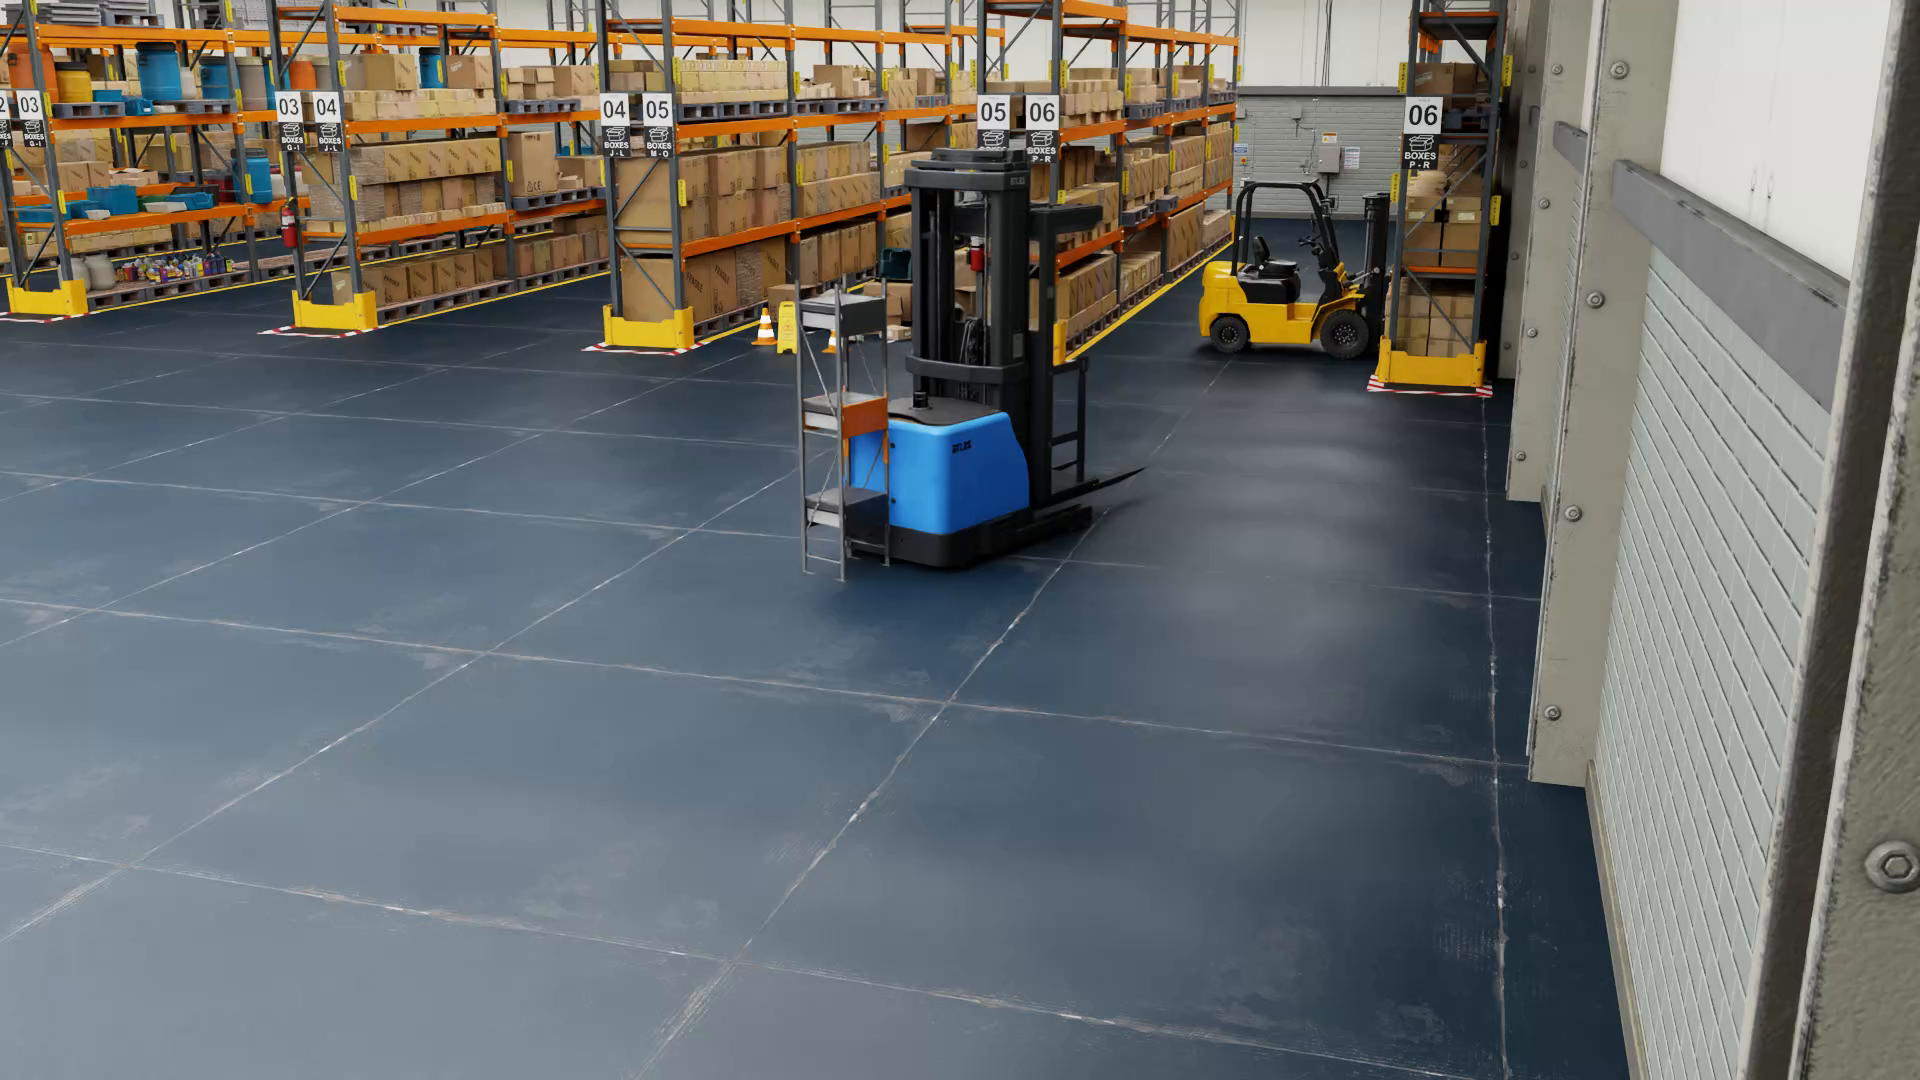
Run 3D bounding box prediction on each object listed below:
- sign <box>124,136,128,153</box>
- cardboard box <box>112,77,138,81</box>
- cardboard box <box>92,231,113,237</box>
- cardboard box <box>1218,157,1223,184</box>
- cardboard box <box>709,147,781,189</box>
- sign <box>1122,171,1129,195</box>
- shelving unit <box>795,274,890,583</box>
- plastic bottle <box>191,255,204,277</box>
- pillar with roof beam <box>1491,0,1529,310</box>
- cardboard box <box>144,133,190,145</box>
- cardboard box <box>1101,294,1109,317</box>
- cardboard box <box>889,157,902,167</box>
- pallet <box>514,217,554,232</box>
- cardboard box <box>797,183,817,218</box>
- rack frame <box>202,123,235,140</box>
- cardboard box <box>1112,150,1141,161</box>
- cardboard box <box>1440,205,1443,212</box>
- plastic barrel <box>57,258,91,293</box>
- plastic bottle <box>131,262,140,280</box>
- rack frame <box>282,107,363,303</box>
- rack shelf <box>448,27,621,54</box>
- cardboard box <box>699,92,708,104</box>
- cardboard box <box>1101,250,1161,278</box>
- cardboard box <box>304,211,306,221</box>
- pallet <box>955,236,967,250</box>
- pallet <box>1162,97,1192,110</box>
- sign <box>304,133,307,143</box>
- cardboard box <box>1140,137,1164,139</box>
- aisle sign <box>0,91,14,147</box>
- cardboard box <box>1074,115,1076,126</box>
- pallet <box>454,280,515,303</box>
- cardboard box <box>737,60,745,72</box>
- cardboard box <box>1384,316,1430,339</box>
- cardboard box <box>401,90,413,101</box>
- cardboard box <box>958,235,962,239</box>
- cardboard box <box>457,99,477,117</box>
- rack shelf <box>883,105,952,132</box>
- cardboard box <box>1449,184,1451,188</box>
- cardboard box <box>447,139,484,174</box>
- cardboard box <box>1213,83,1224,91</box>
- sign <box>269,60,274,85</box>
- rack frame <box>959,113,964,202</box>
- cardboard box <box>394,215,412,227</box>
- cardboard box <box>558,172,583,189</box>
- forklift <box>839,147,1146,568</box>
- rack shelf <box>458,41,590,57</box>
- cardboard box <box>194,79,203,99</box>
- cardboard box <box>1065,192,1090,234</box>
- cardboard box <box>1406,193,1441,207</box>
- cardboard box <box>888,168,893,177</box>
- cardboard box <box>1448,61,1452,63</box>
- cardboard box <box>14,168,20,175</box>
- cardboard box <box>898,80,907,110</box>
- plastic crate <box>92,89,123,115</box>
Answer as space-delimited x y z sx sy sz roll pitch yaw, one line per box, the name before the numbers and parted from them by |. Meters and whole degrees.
sign | -16.552 -7.853 33.043 0.100 0.325 0.005 5 16 16
cardboard box | -19.194 -10.506 38.196 0.500 0.250 0.500 5 16 16
cardboard box | -16.374 -5.888 31.334 0.500 0.311 0.500 5 17 17
cardboard box | 4.931 -7.350 33.061 0.500 0.500 0.500 5 17 18
cardboard box | -3.125 -5.413 24.162 0.875 0.550 0.550 5 16 16
sign | 2.355 -5.087 23.680 0.100 0.325 0.005 5 16 16
shelving unit | -0.822 -0.793 11.777 0.431 2.100 0.503 12 20 36
plastic bottle | -12.471 -4.475 27.157 0.144 0.351 0.185 5 16 16
pillar with roof beam | 4.096 -8.182 25.185 9.100 9.000 0.400 5 16 16
cardboard box | -19.063 -9.391 39.891 0.980 0.700 0.700 4 16 13
cardboard box | 1.781 -3.274 23.145 0.500 0.250 0.500 4 16 14
cardboard box | -1.265 -6.791 29.876 0.380 0.149 0.250 4 16 14
pallet | -9.627 -7.130 37.580 1.003 0.211 1.213 5 16 16
cardboard box | -2.535 -5.233 25.597 0.500 0.500 0.500 5 17 16
rack frame | -18.506 -9.771 41.780 1.000 3.000 0.127 5 16 16
cardboard box | 2.515 -5.804 25.107 0.380 0.149 0.250 6 17 19
cardboard box | 5.784 -4.148 20.586 0.380 0.149 0.250 5 16 16
plastic barrel | -13.441 -4.000 25.224 0.421 0.512 0.421 0 16 0
plastic bottle | -13.315 -4.332 26.792 0.152 0.276 0.135 4 16 14
rack frame | -8.806 -4.432 22.959 1.000 3.000 0.127 5 16 16
rack shelf | -7.100 -8.350 27.828 1.077 0.370 4.000 5 16 16
cardboard box | -3.531 -5.791 21.759 0.380 0.149 0.250 5 16 16
cardboard box | 2.799 -4.548 27.412 0.950 0.372 0.625 3 16 12
cardboard box | -14.565 -7.352 37.375 0.500 0.311 0.500 5 16 16
pallet | -0.512 -5.998 33.588 1.003 0.211 1.213 5 16 16
pallet | 3.416 -7.575 28.886 1.003 0.211 1.213 5 17 18
sign | -14.359 -8.856 36.433 0.100 0.325 0.005 5 16 16
cardboard box | 3.442 -6.973 29.902 0.500 0.500 0.500 4 16 14
aisle sign | -13.860 -6.071 23.974 0.394 0.787 0.004 5 16 16
cardboard box | 1.245 -5.257 20.829 0.380 0.149 0.250 5 16 16
pallet | -7.826 -3.959 26.400 1.003 0.211 1.213 5 16 16
cardboard box | -3.172 -6.506 22.819 0.380 0.149 0.250 5 17 17
cardboard box | 5.295 -2.551 19.680 0.500 0.250 0.500 4 16 15
cardboard box | -8.103 -6.387 23.897 0.380 0.149 0.250 4 16 13
cardboard box | -0.181 -6.131 33.404 0.380 0.149 0.250 5 17 18
cardboard box | -7.706 -6.574 25.289 0.500 0.250 0.500 5 17 17
rack shelf | -1.237 -7.735 30.423 1.077 0.370 4.000 5 16 16
cardboard box | 7.226 -5.313 25.424 0.500 0.250 0.500 5 17 18
cardboard box | -7.674 -5.881 25.506 0.500 0.500 0.500 5 16 16
cardboard box | 5.159 -9.182 33.714 0.380 0.149 0.250 3 16 12
sign | -9.332 -6.350 22.599 0.100 0.325 0.005 5 16 16
rack frame | 0.468 -8.207 36.268 1.000 3.000 0.127 5 16 16
cardboard box | -8.192 -4.628 24.108 0.380 0.149 0.250 5 16 16
cardboard box | -6.747 -6.206 28.687 0.396 0.266 0.258 4 16 14
forklift | 0.397 -1.550 12.921 1.130 2.935 3.031 12 20 36
rack shelf | -9.576 -10.827 36.561 1.077 0.370 4.000 5 16 16
cardboard box | -15.792 -9.036 33.509 0.910 0.500 0.500 5 16 16
cardboard box | 1.384 -4.227 21.506 0.500 0.500 0.500 4 16 15
cardboard box | 5.396 -3.960 19.378 0.380 0.149 0.250 5 16 16
cardboard box | -1.400 -6.521 29.467 0.380 0.149 0.250 5 17 19
cardboard box | 8.446 -8.283 29.239 0.396 0.266 0.258 4 16 15
cardboard box | -20.274 -7.838 35.391 0.380 0.149 0.250 4 16 15
cardboard box | -1.253 -7.866 29.383 0.500 0.500 0.500 5 16 16
plastic crate | -13.301 -6.774 25.748 0.392 0.384 0.575 5 16 16
